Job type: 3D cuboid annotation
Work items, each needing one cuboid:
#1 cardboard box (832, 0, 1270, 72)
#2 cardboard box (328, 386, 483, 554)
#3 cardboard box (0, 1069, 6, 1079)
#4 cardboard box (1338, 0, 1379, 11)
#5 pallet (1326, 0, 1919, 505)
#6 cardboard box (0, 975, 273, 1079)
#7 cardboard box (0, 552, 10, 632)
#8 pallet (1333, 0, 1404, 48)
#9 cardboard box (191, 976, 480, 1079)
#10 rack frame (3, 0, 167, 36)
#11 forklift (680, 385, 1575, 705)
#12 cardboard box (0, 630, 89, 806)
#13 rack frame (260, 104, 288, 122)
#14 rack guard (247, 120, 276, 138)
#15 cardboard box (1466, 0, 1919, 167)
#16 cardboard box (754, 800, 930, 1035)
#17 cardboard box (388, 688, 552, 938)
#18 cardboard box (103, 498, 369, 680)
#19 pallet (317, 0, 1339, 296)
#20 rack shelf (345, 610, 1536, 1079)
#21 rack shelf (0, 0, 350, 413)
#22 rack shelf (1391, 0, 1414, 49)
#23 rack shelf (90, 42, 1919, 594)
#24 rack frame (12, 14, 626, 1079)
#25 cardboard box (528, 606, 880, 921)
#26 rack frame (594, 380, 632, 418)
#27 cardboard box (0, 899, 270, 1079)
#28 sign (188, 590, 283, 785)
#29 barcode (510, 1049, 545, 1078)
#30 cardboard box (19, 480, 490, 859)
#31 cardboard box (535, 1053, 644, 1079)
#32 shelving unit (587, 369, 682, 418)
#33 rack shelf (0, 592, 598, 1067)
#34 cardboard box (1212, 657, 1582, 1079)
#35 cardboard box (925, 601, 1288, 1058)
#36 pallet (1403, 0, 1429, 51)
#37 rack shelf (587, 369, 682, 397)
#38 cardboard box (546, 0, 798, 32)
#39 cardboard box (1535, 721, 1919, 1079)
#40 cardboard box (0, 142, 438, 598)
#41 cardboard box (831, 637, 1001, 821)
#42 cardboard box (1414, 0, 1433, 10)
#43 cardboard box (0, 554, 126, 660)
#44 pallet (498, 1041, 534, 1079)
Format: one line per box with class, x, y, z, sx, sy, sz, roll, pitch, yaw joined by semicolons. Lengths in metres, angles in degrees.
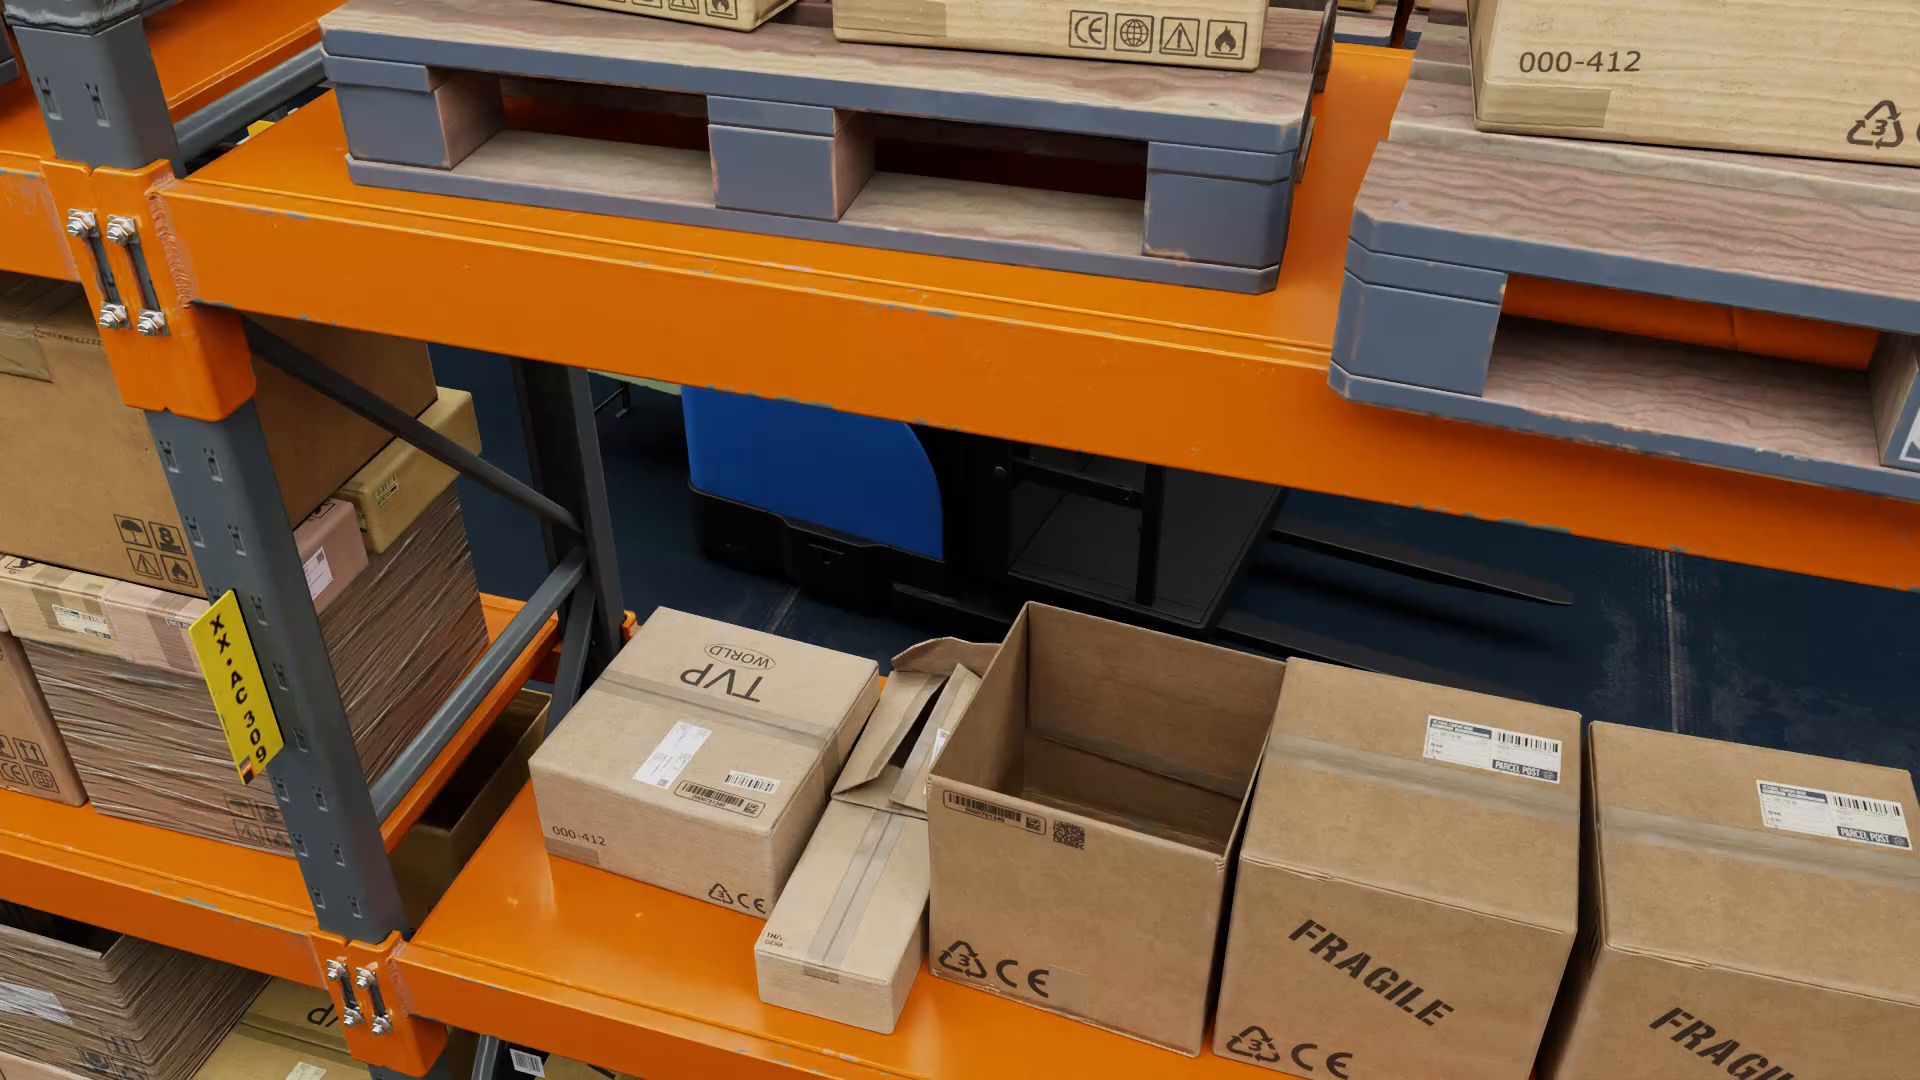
cardboard box;0.144;-0.806;2.056;0.500;0.250;0.500;7;37;9
cardboard box;-1.165;-0.158;3.302;0.250;0.149;0.380;10;38;14
cardboard box;-2.430;1.107;4.181;0.500;0.250;0.500;10;38;14
cardboard box;1.514;-2.508;6.671;0.500;0.500;0.700;14;39;19
pallet;1.109;-0.389;1.877;1.213;0.211;1.003;12;38;16
cardboard box;-1.948;1.187;4.072;0.500;0.250;0.500;10;38;14
cardboard box;-1.776;-0.017;3.111;0.250;0.149;0.380;9;37;13
pallet;1.194;-2.208;6.881;1.213;0.211;1.003;10;38;14
cardboard box;-1.474;1.281;3.944;0.500;0.250;0.500;10;38;14
rack frame;-0.966;-2.115;1.532;0.127;3.000;1.000;10;38;14
forklift;0.569;-1.021;5.164;3.031;2.935;1.130;16;39;20
cardboard box;-1.897;0.096;3.504;0.500;0.500;0.700;10;38;13
rack frame;-3.311;-3.209;8.080;0.127;3.000;1.000;10;38;14
rack guard;-3.238;-2.189;8.803;0.348;0.500;1.175;10;38;14
cardboard box;0.841;-0.643;1.835;0.500;0.250;0.500;7;37;10
cardboard box;-0.181;0.674;3.015;0.250;0.149;0.380;10;38;14
cardboard box;-1.315;0.678;4.131;0.500;0.500;0.500;10;38;14
cardboard box;-1.289;0.073;2.989;0.250;0.149;0.380;10;38;14
pallet;-0.120;-0.681;2.276;1.217;0.209;0.805;9;37;12
rack shelf;0.943;0.944;3.043;4.000;0.370;1.077;10;38;14
rack shelf;-2.875;-0.971;3.115;4.000;0.370;1.077;10;38;14
rack shelf;2.417;-1.859;6.852;4.000;0.370;1.077;10;38;14
rack shelf;0.943;-0.264;2.154;4.000;0.370;1.077;10;38;14
rack frame;-0.966;0.301;3.311;0.127;3.000;1.000;10;38;14
cardboard box;-0.483;0.424;3.270;0.500;0.250;0.500;13;38;17
rack frame;-1.477;-1.055;6.418;0.023;1.500;0.400;16;39;20
cardboard box;-1.948;0.884;3.851;0.500;0.500;0.500;10;38;14
sign;-1.130;0.235;2.603;0.005;0.325;0.100;10;38;14
barcode;-0.847;1.025;3.255;0.075;0.075;0.001;10;38;14
cardboard box;-1.391;0.186;3.383;0.500;0.500;0.700;10;37;13
cardboard box;-0.646;1.227;3.544;0.500;0.311;0.500;11;38;14
shelving unit;-1.147;-0.962;6.291;0.755;1.500;0.431;16;39;20
rack shelf;-2.875;0.237;4.004;4.000;0.370;1.077;10;38;14
cardboard box;0.743;0.587;2.837;0.500;0.500;0.500;11;38;14
cardboard box;0.265;0.499;2.957;0.500;0.500;0.500;13;38;17
pallet;2.424;-2.045;6.660;1.213;0.211;1.003;10;38;14
rack shelf;-1.147;-0.699;6.484;0.720;0.370;0.431;16;39;20
cardboard box;-0.381;-0.901;2.186;0.500;0.250;0.500;14;39;19
cardboard box;1.246;0.680;2.711;0.500;0.500;0.500;9;37;11
cardboard box;-1.391;-0.337;2.998;0.500;0.500;0.700;11;38;14
cardboard box;-0.072;0.407;3.280;0.258;0.266;0.396;10;37;13
cardboard box;2.152;-2.409;6.537;0.500;0.500;0.700;16;39;20
cardboard box;-1.525;0.028;3.050;0.250;0.149;0.380;10;37;13
pallet;-1.713;1.260;4.360;1.213;0.211;1.003;10;38;14
